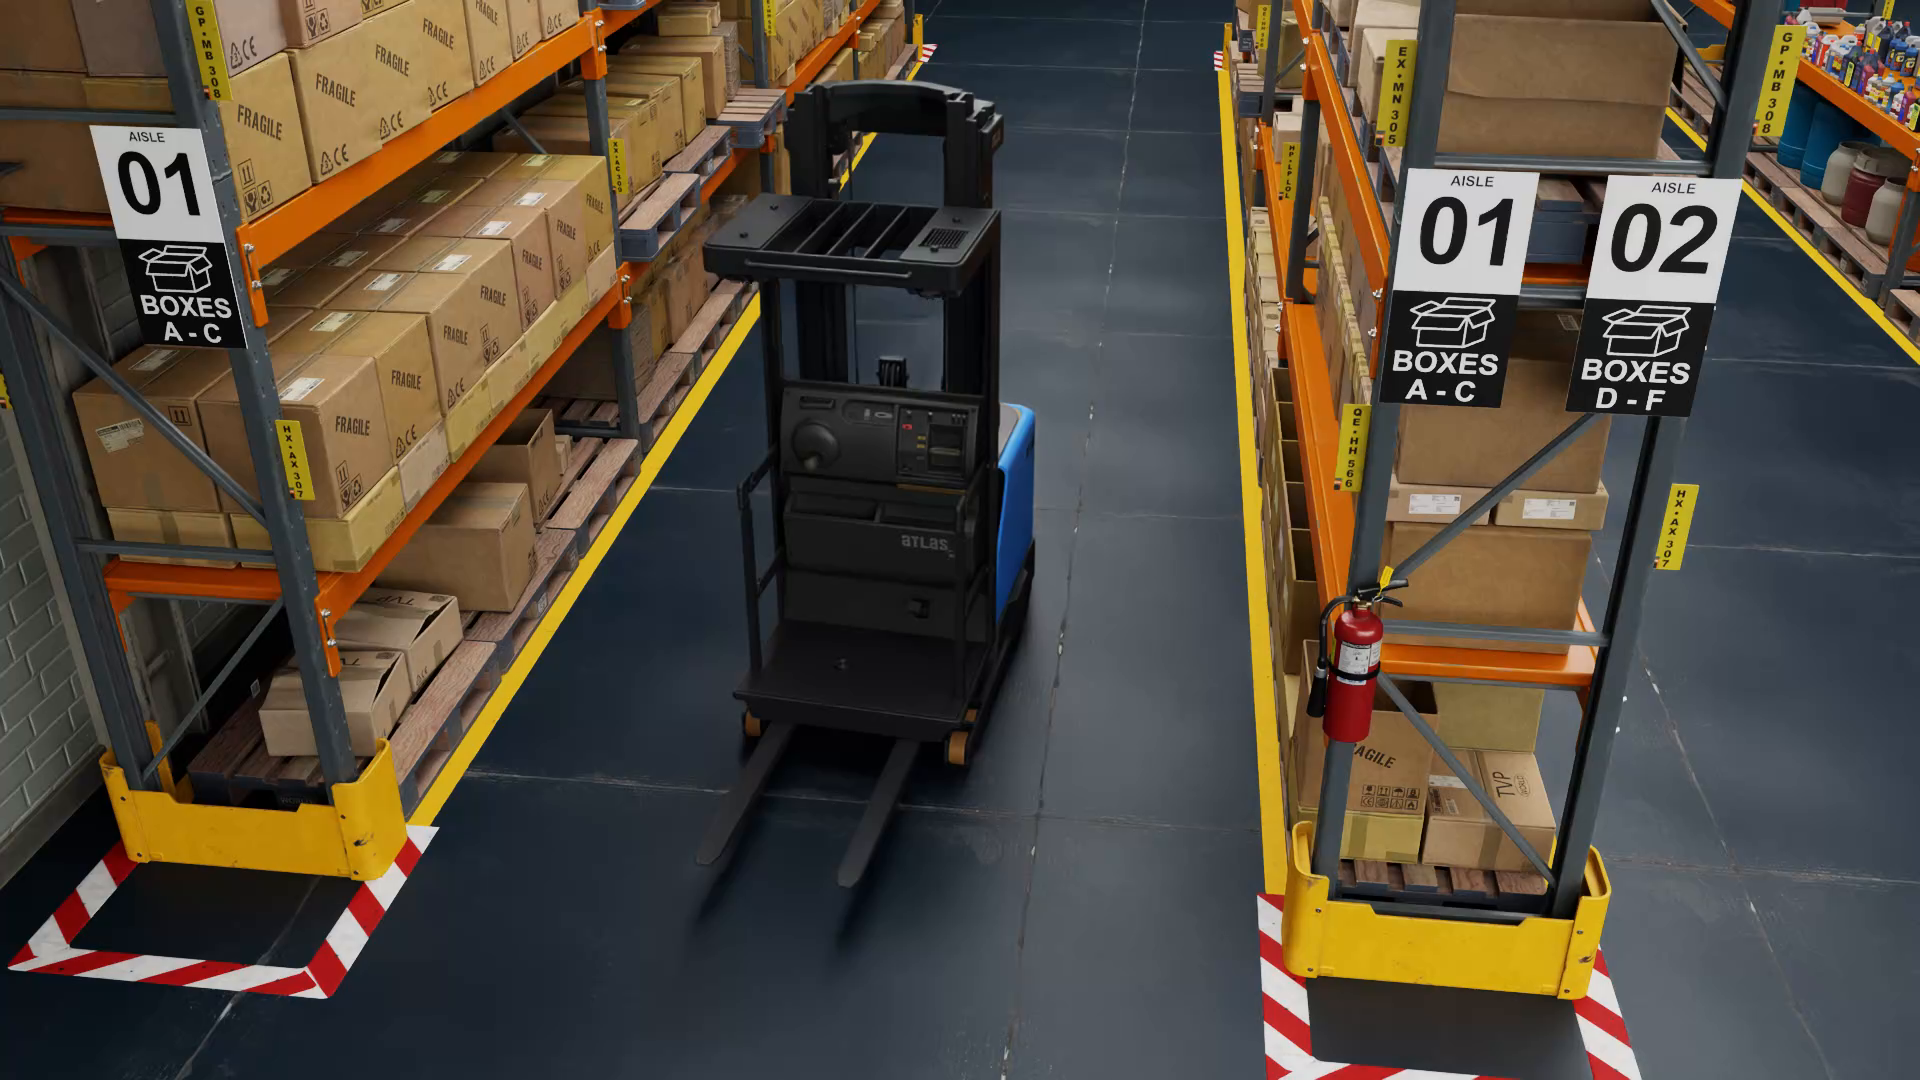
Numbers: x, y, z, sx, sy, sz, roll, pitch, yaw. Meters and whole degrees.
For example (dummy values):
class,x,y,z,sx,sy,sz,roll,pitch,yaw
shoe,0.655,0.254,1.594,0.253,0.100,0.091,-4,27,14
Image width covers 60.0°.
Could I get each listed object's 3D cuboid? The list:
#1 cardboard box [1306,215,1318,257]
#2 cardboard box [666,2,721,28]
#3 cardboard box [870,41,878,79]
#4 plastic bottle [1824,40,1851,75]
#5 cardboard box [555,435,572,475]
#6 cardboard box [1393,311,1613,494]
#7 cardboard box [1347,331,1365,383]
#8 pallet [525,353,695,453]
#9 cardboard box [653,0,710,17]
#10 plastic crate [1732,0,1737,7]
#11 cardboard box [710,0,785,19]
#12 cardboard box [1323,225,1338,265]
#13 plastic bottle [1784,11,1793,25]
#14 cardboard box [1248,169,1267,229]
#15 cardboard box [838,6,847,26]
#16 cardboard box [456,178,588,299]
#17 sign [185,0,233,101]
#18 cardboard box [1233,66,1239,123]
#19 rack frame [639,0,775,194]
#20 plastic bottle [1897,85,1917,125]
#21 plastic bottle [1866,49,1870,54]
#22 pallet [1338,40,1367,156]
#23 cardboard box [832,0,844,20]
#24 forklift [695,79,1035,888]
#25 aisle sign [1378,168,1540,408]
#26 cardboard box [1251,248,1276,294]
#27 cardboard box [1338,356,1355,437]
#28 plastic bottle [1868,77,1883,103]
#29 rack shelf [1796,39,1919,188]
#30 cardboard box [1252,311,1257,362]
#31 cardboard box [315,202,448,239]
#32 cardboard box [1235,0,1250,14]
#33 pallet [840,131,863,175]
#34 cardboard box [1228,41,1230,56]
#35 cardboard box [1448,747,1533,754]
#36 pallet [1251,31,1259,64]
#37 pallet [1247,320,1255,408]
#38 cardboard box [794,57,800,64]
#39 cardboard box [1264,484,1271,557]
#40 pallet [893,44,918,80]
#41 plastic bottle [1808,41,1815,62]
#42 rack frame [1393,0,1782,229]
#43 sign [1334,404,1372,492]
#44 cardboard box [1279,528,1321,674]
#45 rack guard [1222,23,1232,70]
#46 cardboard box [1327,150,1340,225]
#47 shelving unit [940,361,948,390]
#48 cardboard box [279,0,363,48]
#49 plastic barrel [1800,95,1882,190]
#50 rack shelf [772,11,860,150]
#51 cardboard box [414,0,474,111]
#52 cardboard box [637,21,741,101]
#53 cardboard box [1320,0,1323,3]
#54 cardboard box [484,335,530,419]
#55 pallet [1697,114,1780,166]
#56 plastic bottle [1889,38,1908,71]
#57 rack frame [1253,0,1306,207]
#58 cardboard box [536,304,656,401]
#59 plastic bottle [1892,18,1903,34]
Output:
class,x,y,z,sx,sy,sz,roll,pitch,yaw
cardboard box,2.301,-1.910,10.275,0.396,0.266,0.258,3,28,5
cardboard box,-2.064,-4.073,12.895,0.380,0.149,0.250,0,28,0
cardboard box,-1.303,-5.264,18.550,0.700,0.500,0.500,3,28,6
plastic bottle,7.694,-4.226,14.562,0.152,0.276,0.135,3,28,6
cardboard box,-2.577,-0.524,10.083,0.380,0.166,0.250,0,28,0
cardboard box,1.961,-0.521,6.082,0.700,0.500,0.500,3,29,6
cardboard box,1.900,-0.792,7.269,0.380,0.149,0.250,4,29,8
pallet,-2.448,-0.970,11.328,1.003,0.211,1.213,3,28,6
cardboard box,-2.253,-4.456,13.629,0.500,0.250,0.500,4,29,8
plastic crate,8.142,-5.469,16.965,0.437,0.125,0.590,3,28,6
cardboard box,-1.736,-4.440,13.598,0.500,0.250,0.500,4,29,7
cardboard box,2.090,-1.520,8.619,0.380,0.149,0.250,3,28,5
plastic bottle,7.803,-4.822,15.661,0.061,0.283,0.133,3,28,6
cardboard box,2.747,-2.975,14.281,0.500,0.500,0.500,4,29,8
cardboard box,-1.329,-5.199,16.482,0.380,0.149,0.250,4,29,7
cardboard box,-2.348,-1.628,8.956,0.500,0.500,0.500,3,28,6
sign,-2.493,-1.622,5.514,0.100,0.325,0.005,3,28,6
cardboard box,3.144,-4.689,17.462,0.500,0.500,0.500,3,28,6
rack frame,-2.051,-3.714,13.481,1.000,3.000,0.127,3,28,6
plastic bottle,7.435,-3.411,13.041,0.061,0.283,0.133,3,28,6
plastic bottle,7.772,-4.071,14.279,0.097,0.271,0.097,0,28,0
pallet,2.144,-1.851,6.954,1.003,0.211,1.213,3,28,6
cardboard box,-1.420,-5.308,16.000,0.500,0.500,0.500,4,29,7
forklift,-0.420,-0.432,7.462,1.130,2.935,3.031,6,29,11
aisle sign,1.586,-0.793,5.318,0.394,0.787,0.004,3,28,6
cardboard box,2.389,-1.932,12.038,0.500,0.311,0.500,3,28,5
cardboard box,2.142,-0.654,7.696,0.700,0.500,0.500,4,29,8
plastic bottle,7.539,-3.703,13.670,0.097,0.201,0.097,0,28,0
rack shelf,8.026,-3.763,14.331,1.077,0.370,4.000,3,28,6
cardboard box,2.328,-1.450,11.735,0.500,0.250,0.500,4,29,7
cardboard box,-2.940,-1.417,8.565,0.500,0.500,0.500,4,29,8
cardboard box,3.075,-5.330,15.932,0.700,0.500,0.500,-6,29,-11
pallet,-1.581,-4.002,16.955,1.003,0.211,1.213,3,28,6
cardboard box,3.453,-5.955,20.183,0.380,0.149,0.250,3,28,6
cardboard box,2.229,0.888,7.395,0.500,0.250,0.500,3,28,6
pallet,3.099,-4.259,14.695,1.003,0.211,1.213,3,28,6
pallet,2.574,-1.242,11.833,1.003,0.211,1.213,3,28,6
cardboard box,-1.651,-4.361,14.926,0.380,0.149,0.250,4,29,7
cardboard box,1.951,-0.084,9.199,0.500,0.250,0.500,3,28,6
pallet,-1.092,-5.871,20.425,1.003,0.211,1.213,3,28,6
plastic bottle,7.726,-4.421,15.003,0.097,0.201,0.097,0,28,0
rack frame,1.885,-2.303,4.537,1.000,3.000,0.127,3,28,6
sign,1.348,-0.314,5.700,0.100,0.325,0.005,3,28,6
cardboard box,1.763,0.292,7.711,0.500,0.500,0.500,3,28,6
rack guard,3.836,-6.057,20.466,1.175,0.500,0.348,3,28,6
cardboard box,2.327,-1.951,8.735,0.700,0.500,0.500,3,29,6
shelving unit,0.007,-0.487,9.548,0.215,1.050,0.252,3,28,6
cardboard box,-2.632,-2.162,6.258,0.500,0.500,0.500,3,28,6
plastic barrel,8.101,-3.694,15.213,0.600,0.901,0.708,3,28,6
rack shelf,-1.806,-4.339,15.399,1.077,0.370,4.000,3,28,6
cardboard box,-2.537,-2.213,7.407,0.500,0.500,0.500,5,29,9
cardboard box,-2.099,-3.730,12.941,0.700,0.500,0.500,0,28,0
cardboard box,2.052,-2.934,8.176,0.500,0.500,0.500,6,29,10
cardboard box,-2.475,-0.825,8.255,0.500,0.250,0.500,4,29,7
pallet,8.323,-4.142,17.216,1.003,0.211,1.213,3,28,6
plastic bottle,8.294,-4.286,14.679,0.097,0.271,0.097,0,28,0
rack frame,2.865,-3.428,12.950,1.000,3.000,0.127,3,28,6
cardboard box,-2.468,-1.272,11.120,0.700,0.500,0.500,4,29,8
plastic bottle,8.483,-4.548,15.081,0.144,0.351,0.185,3,28,6
